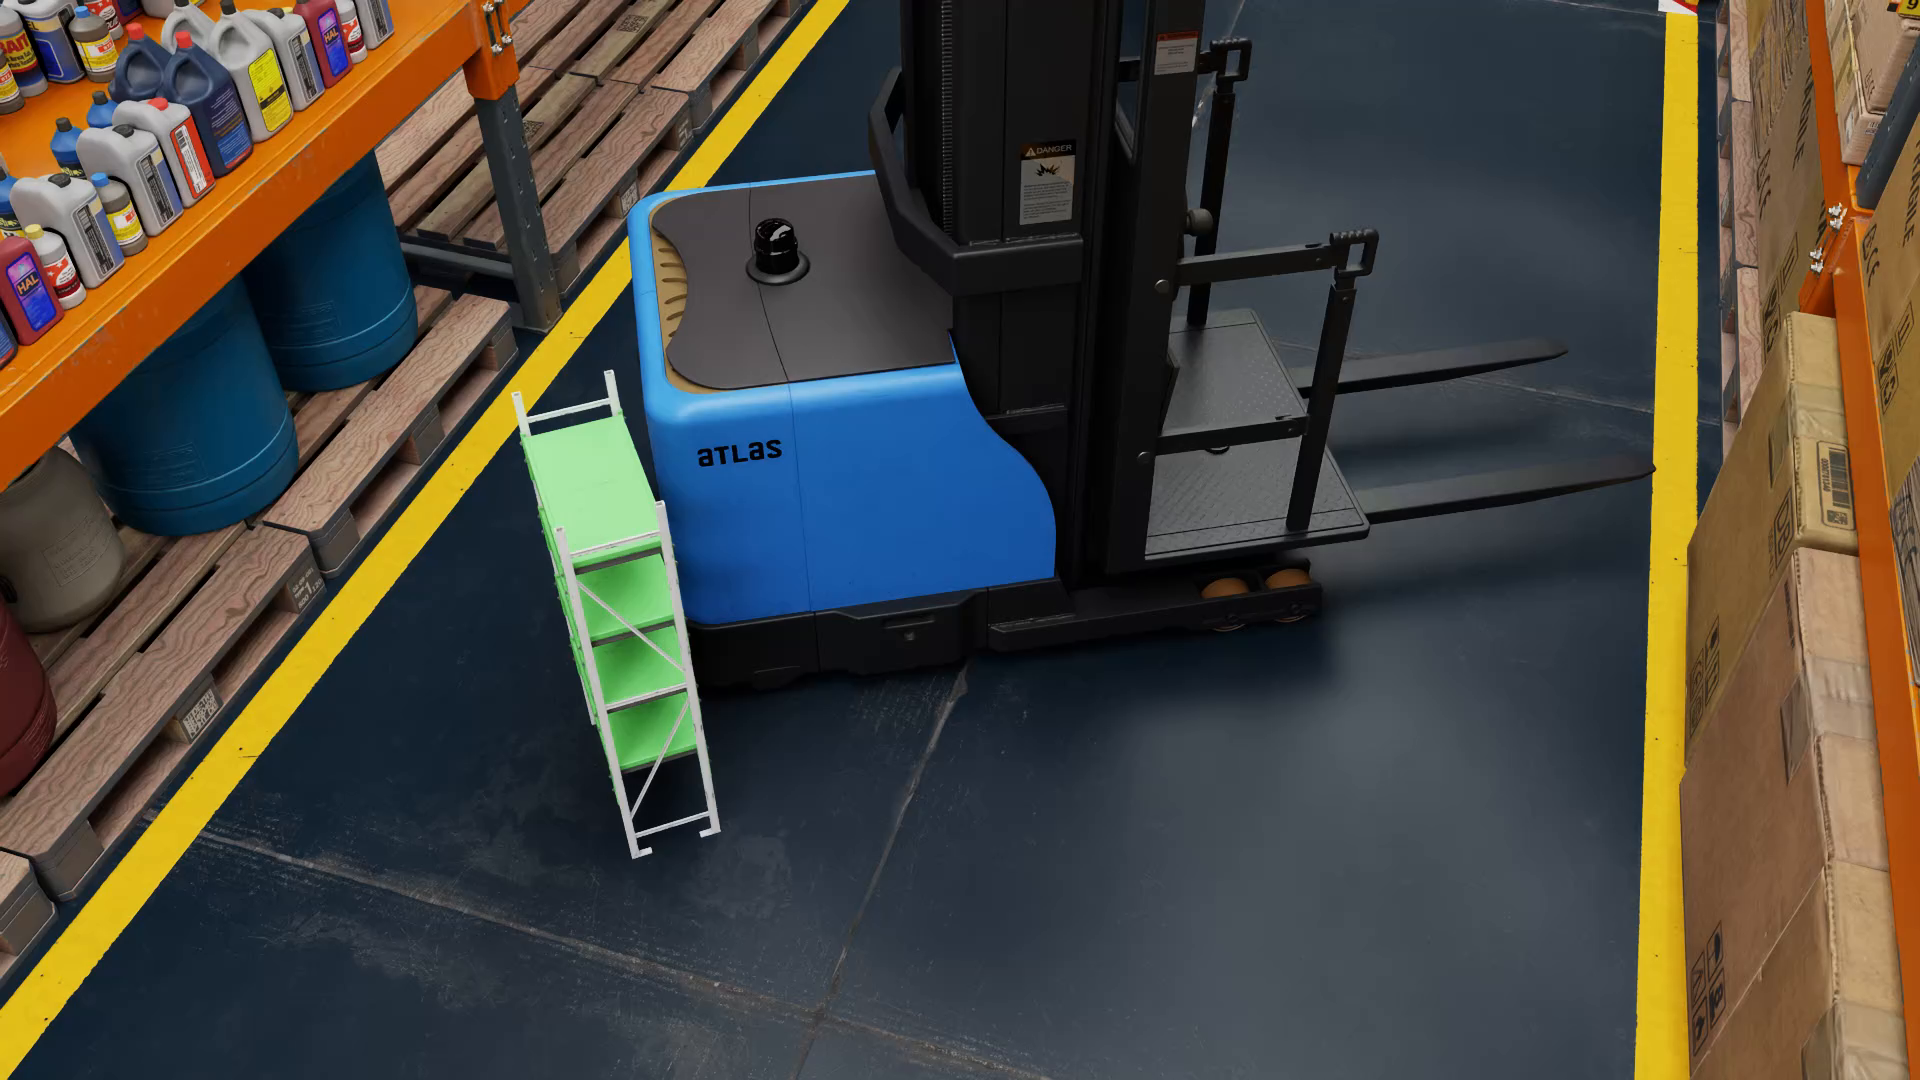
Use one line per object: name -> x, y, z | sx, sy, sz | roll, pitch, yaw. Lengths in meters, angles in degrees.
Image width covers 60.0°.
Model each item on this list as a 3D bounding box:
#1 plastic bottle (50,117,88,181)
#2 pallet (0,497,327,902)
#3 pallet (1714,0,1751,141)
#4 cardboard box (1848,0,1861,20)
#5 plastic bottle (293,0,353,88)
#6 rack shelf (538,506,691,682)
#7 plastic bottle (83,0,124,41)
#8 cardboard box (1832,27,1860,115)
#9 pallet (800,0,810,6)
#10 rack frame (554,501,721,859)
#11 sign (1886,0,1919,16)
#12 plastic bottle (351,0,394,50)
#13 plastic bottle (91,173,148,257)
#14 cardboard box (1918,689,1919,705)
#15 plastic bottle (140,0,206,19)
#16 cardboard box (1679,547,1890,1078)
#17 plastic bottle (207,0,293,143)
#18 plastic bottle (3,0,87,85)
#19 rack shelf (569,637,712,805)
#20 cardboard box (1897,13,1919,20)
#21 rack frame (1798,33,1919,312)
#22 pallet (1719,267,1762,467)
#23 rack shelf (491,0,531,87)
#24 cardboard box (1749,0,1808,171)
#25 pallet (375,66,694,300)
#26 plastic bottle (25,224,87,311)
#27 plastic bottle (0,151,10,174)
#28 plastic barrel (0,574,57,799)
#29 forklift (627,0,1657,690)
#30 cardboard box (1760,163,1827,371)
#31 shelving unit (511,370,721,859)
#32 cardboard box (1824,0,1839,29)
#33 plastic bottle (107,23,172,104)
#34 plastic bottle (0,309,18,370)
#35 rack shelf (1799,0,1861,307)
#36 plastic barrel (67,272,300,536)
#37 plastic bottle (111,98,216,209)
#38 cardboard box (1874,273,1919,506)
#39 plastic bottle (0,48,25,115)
plastic bottle -> -2.186, -0.924, 4.142 | 0.097, 0.271, 0.097 | 0, 44, 0
pallet -> -2.587, 0.361, 4.730 | 1.003, 0.211, 1.213 | 13, 46, 13
pallet -> 3.818, -2.028, 7.171 | 1.003, 0.211, 1.213 | 13, 46, 13
cardboard box -> 2.812, -1.656, 4.692 | 0.500, 0.250, 0.500 | 14, 46, 14
plastic bottle -> -1.784, -1.420, 4.640 | 0.061, 0.283, 0.133 | 13, 46, 13
rack shelf -> -0.845, 0.093, 4.045 | 0.258, 0.148, 0.480 | -15, 46, -15
plastic bottle -> -2.522, -1.562, 4.844 | 0.097, 0.201, 0.097 | 0, 44, 0
cardboard box -> 2.632, -1.263, 4.575 | 0.380, 0.149, 0.250 | 13, 46, 13
pallet -> -1.022, -3.085, 8.252 | 1.003, 0.211, 1.213 | 13, 46, 13
rack frame -> -0.755, 0.378, 4.006 | 0.240, 1.200, 0.015 | -15, 46, -15
sign -> 2.245, -1.362, 3.822 | 0.100, 0.325, 0.005 | 13, 46, 13
plastic bottle -> -1.758, -1.581, 4.810 | 0.152, 0.276, 0.135 | 13, 46, 13
plastic bottle -> -2.071, -0.802, 4.067 | 0.097, 0.201, 0.097 | 0, 44, 0
cardboard box -> 1.942, 0.324, 2.702 | 0.500, 0.500, 0.500 | 13, 46, 13
plastic bottle -> -2.374, -1.746, 4.925 | 0.144, 0.351, 0.185 | 13, 46, 13
cardboard box -> 2.330, 0.728, 3.580 | 1.225, 0.875, 0.875 | 11, 45, 11
plastic bottle -> -1.913, -1.257, 4.425 | 0.144, 0.351, 0.185 | 13, 46, 13
plastic bottle -> -2.560, -1.441, 4.666 | 0.152, 0.276, 0.135 | 13, 46, 13
rack shelf -> -0.844, 0.436, 4.381 | 0.258, 0.148, 0.480 | -15, 46, -15
cardboard box -> 2.658, -1.592, 4.090 | 0.500, 0.500, 0.500 | 14, 46, 14
rack frame -> 2.774, -0.908, 4.033 | 1.000, 3.000, 0.127 | 13, 46, 13
pallet -> 3.079, -0.401, 5.509 | 1.003, 0.211, 1.213 | 13, 46, 13
rack shelf -> -1.341, -3.033, 6.719 | 1.077, 0.370, 4.000 | 13, 46, 13
cardboard box -> 3.592, -1.915, 6.281 | 0.875, 0.875, 0.875 | 13, 46, 13
pallet -> -1.761, -1.459, 6.590 | 1.003, 0.211, 1.213 | 13, 46, 13
plastic bottle -> -2.141, -0.648, 3.909 | 0.097, 0.201, 0.097 | 0, 44, 0
plastic bottle -> -2.585, -1.035, 4.252 | 0.152, 0.276, 0.135 | 13, 46, 13
plastic barrel -> -2.684, 0.339, 4.183 | 0.600, 0.588, 0.708 | 13, 46, 13
forklift -> 0.612, -1.131, 4.311 | 3.031, 2.935, 1.130 | -8, 45, -8
cardboard box -> 3.050, -0.722, 5.062 | 0.875, 0.875, 0.875 | 13, 46, 13
shelving unit -> -0.845, 0.219, 4.168 | 0.258, 1.200, 0.503 | -15, 46, -15
cardboard box -> 2.788, -1.605, 4.925 | 0.380, 0.149, 0.250 | 13, 46, 13
plastic bottle -> -2.106, -1.165, 4.331 | 0.144, 0.351, 0.185 | 13, 46, 13
plastic bottle -> -2.246, -0.523, 3.675 | 0.144, 0.351, 0.185 | 13, 46, 13
rack shelf -> 3.380, -1.984, 5.647 | 1.077, 0.370, 4.000 | 13, 46, 13
plastic barrel -> -2.342, -0.526, 4.843 | 0.600, 0.901, 0.708 | 13, 46, 13
plastic bottle -> -2.021, -1.002, 4.218 | 0.152, 0.276, 0.135 | 13, 46, 13
cardboard box -> 2.245, -0.355, 3.396 | 0.500, 0.500, 0.500 | 13, 46, 13
plastic bottle -> -2.651, -1.278, 4.553 | 0.097, 0.201, 0.097 | 0, 44, 0
